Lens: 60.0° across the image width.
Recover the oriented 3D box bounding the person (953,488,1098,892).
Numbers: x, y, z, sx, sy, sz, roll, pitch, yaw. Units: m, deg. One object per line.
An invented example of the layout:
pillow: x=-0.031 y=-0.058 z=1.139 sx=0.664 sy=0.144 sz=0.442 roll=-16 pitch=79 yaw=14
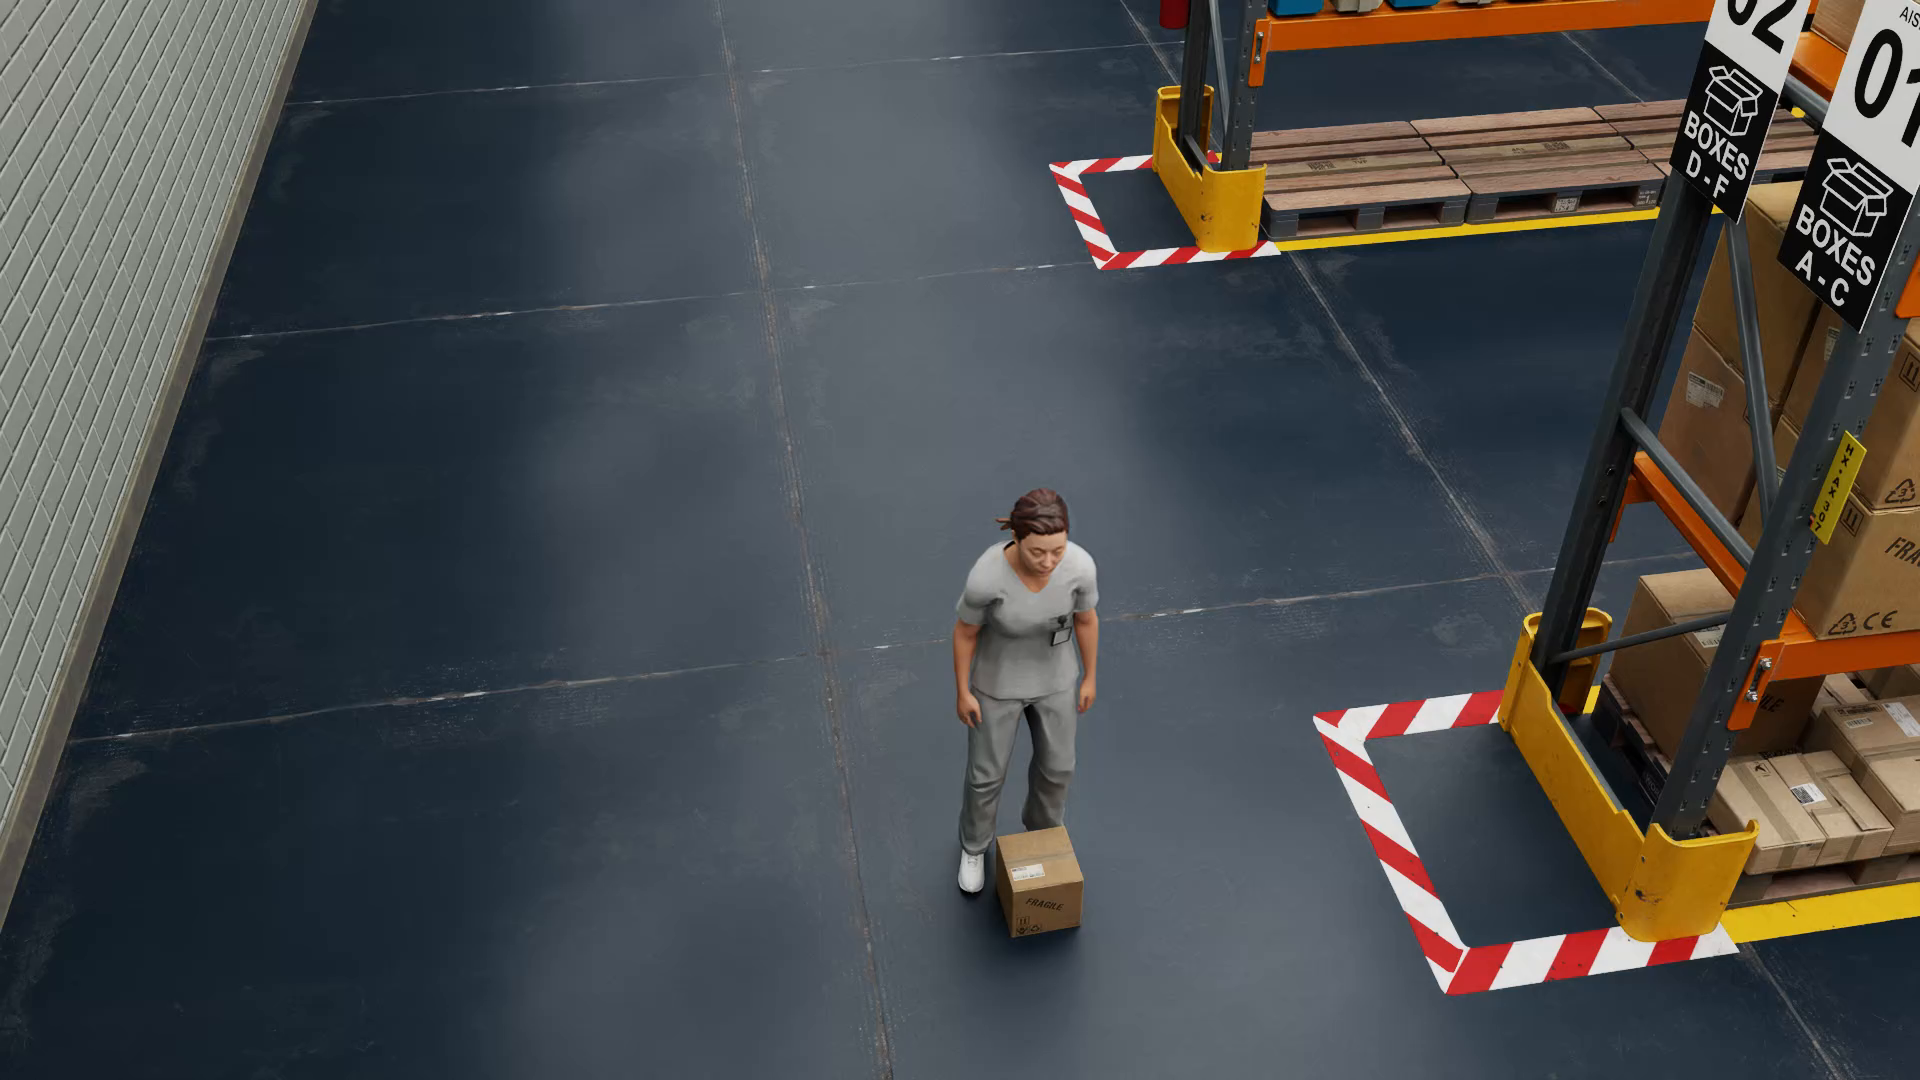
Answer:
person: x=0.218 y=0.495 z=5.555 sx=0.494 sy=1.652 sz=0.352 roll=-7 pitch=39 yaw=-8
